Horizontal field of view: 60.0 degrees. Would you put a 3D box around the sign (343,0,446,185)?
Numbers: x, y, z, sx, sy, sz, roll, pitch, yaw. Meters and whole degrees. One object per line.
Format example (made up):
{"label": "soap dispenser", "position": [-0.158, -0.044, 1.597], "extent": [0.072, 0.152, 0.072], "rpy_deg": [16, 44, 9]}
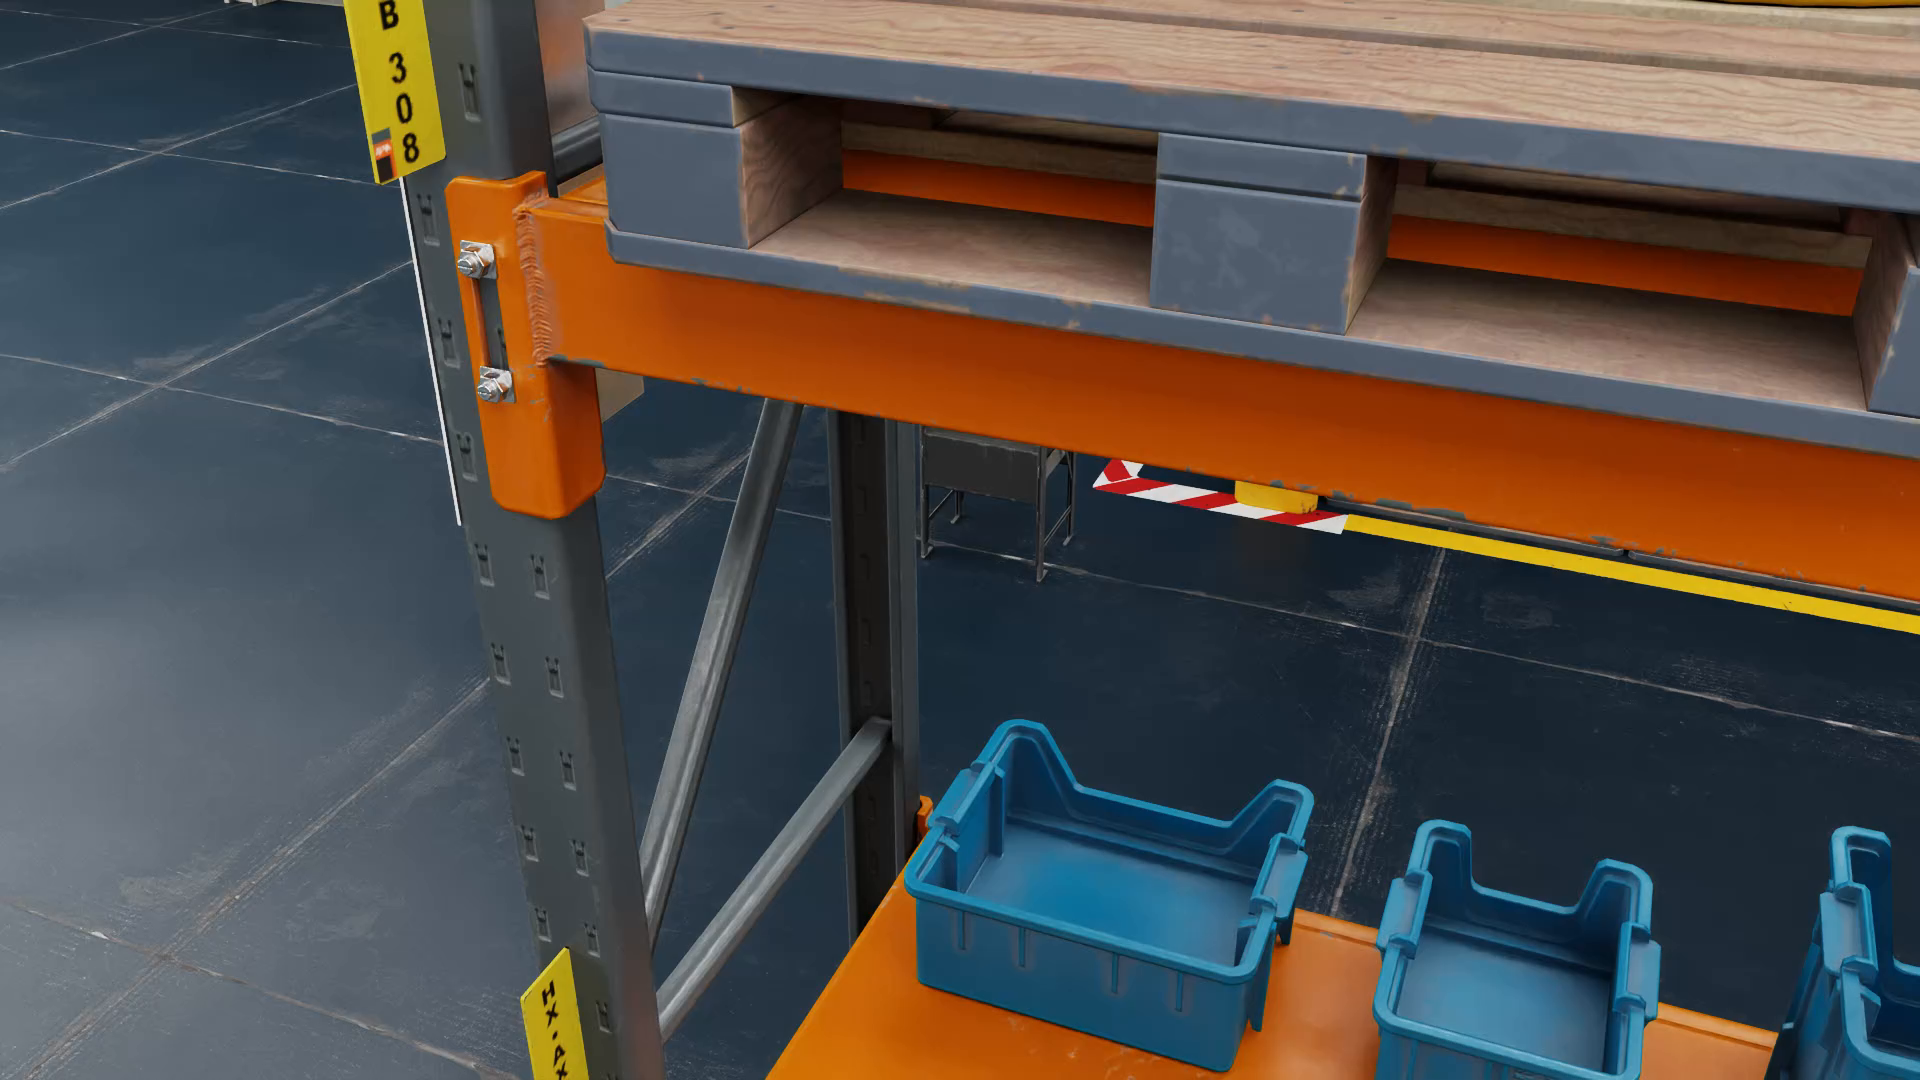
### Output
{"label": "sign", "position": [-0.529, -0.497, 1.524], "extent": [0.005, 0.325, 0.100], "rpy_deg": [11, 31, 19]}

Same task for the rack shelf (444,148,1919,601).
{"label": "rack shelf", "position": [1.535, -0.060, 1.491], "extent": [4.000, 0.370, 1.077], "rpy_deg": [11, 31, 19]}

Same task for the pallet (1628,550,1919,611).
{"label": "pallet", "position": [3.399, -0.133, 6.770], "extent": [1.213, 0.211, 1.003], "rpy_deg": [11, 31, 19]}

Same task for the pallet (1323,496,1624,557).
{"label": "pallet", "position": [2.272, -0.359, 7.171], "extent": [1.213, 0.211, 1.003], "rpy_deg": [11, 31, 19]}

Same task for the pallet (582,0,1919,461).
{"label": "pallet", "position": [0.412, -0.464, 1.666], "extent": [1.213, 0.211, 1.003], "rpy_deg": [11, 31, 19]}

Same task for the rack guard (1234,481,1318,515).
{"label": "rack guard", "position": [1.526, -0.612, 7.324], "extent": [0.348, 0.500, 1.175], "rpy_deg": [11, 31, 19]}

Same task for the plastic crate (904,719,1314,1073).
{"label": "plastic crate", "position": [0.259, 0.583, 2.821], "extent": [0.616, 0.251, 0.499], "rpy_deg": [11, 31, 19]}

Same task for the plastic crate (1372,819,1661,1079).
{"label": "plastic crate", "position": [0.858, 0.706, 2.604], "extent": [0.408, 0.251, 0.499], "rpy_deg": [11, 31, 19]}

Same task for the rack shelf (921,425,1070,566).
{"label": "rack shelf", "position": [0.153, -0.262, 6.530], "extent": [0.480, 0.518, 0.431], "rpy_deg": [11, 31, 19]}

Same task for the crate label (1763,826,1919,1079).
{"label": "crate label", "position": [1.489, 0.764, 2.314], "extent": [0.616, 0.435, 0.502], "rpy_deg": [11, 31, 19]}

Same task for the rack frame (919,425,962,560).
{"label": "rack frame", "position": [-0.073, -0.929, 6.259], "extent": [0.015, 2.100, 0.400], "rpy_deg": [11, 31, 19]}

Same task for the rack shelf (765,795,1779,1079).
{"label": "rack shelf", "position": [1.535, 1.245, 2.229], "extent": [4.000, 0.370, 1.077], "rpy_deg": [11, 31, 19]}

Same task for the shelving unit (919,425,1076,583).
{"label": "shelving unit", "position": [0.153, -0.883, 6.179], "extent": [0.503, 2.100, 0.431], "rpy_deg": [11, 31, 19]}

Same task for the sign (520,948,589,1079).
{"label": "sign", "position": [-0.529, 0.692, 2.196], "extent": [0.005, 0.325, 0.100], "rpy_deg": [11, 31, 19]}

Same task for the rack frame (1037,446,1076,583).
{"label": "rack frame", "position": [0.379, -0.838, 6.099], "extent": [0.015, 2.100, 0.400], "rpy_deg": [11, 31, 19]}

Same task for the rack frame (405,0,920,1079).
{"label": "rack frame", "position": [-0.319, 0.564, 2.704], "extent": [0.053, 2.616, 0.949], "rpy_deg": [11, 31, 19]}

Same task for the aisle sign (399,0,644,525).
{"label": "aisle sign", "position": [-0.495, -0.449, 1.854], "extent": [0.004, 0.787, 0.394], "rpy_deg": [11, 31, 19]}
